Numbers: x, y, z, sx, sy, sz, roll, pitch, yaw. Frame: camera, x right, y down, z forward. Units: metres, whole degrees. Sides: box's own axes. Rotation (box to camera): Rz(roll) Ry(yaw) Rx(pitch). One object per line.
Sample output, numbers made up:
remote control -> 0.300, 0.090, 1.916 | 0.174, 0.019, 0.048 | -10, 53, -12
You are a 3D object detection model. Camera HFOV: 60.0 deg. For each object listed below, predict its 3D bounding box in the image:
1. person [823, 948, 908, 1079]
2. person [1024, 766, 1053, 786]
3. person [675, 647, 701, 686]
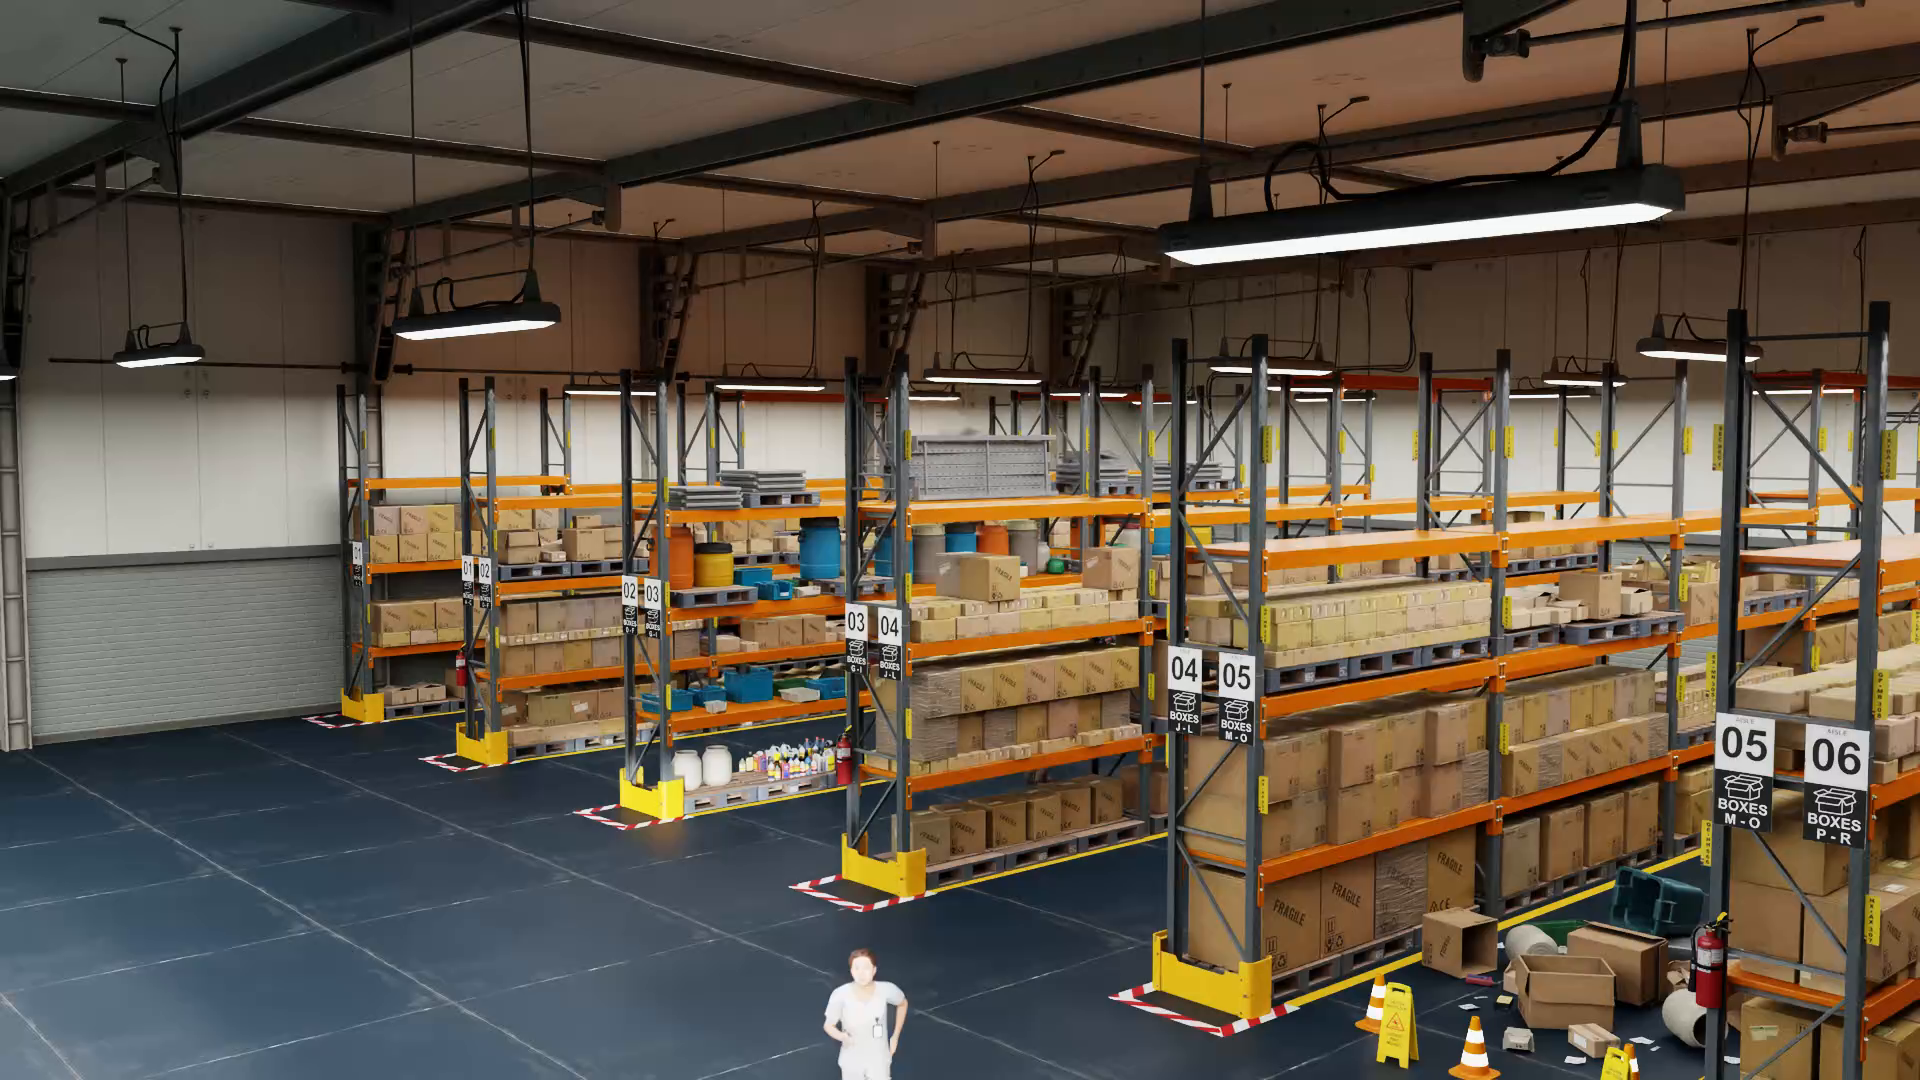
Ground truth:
person -> -0.645, 3.595, 11.359 | 0.550, 1.677, 0.757 | 0, 4, 4
person -> 1.152, 2.845, 22.592 | 0.658, 1.667, 0.609 | 3, 5, 41
person -> -5.124, 2.326, 31.317 | 0.573, 1.612, 0.742 | 4, 5, 44
